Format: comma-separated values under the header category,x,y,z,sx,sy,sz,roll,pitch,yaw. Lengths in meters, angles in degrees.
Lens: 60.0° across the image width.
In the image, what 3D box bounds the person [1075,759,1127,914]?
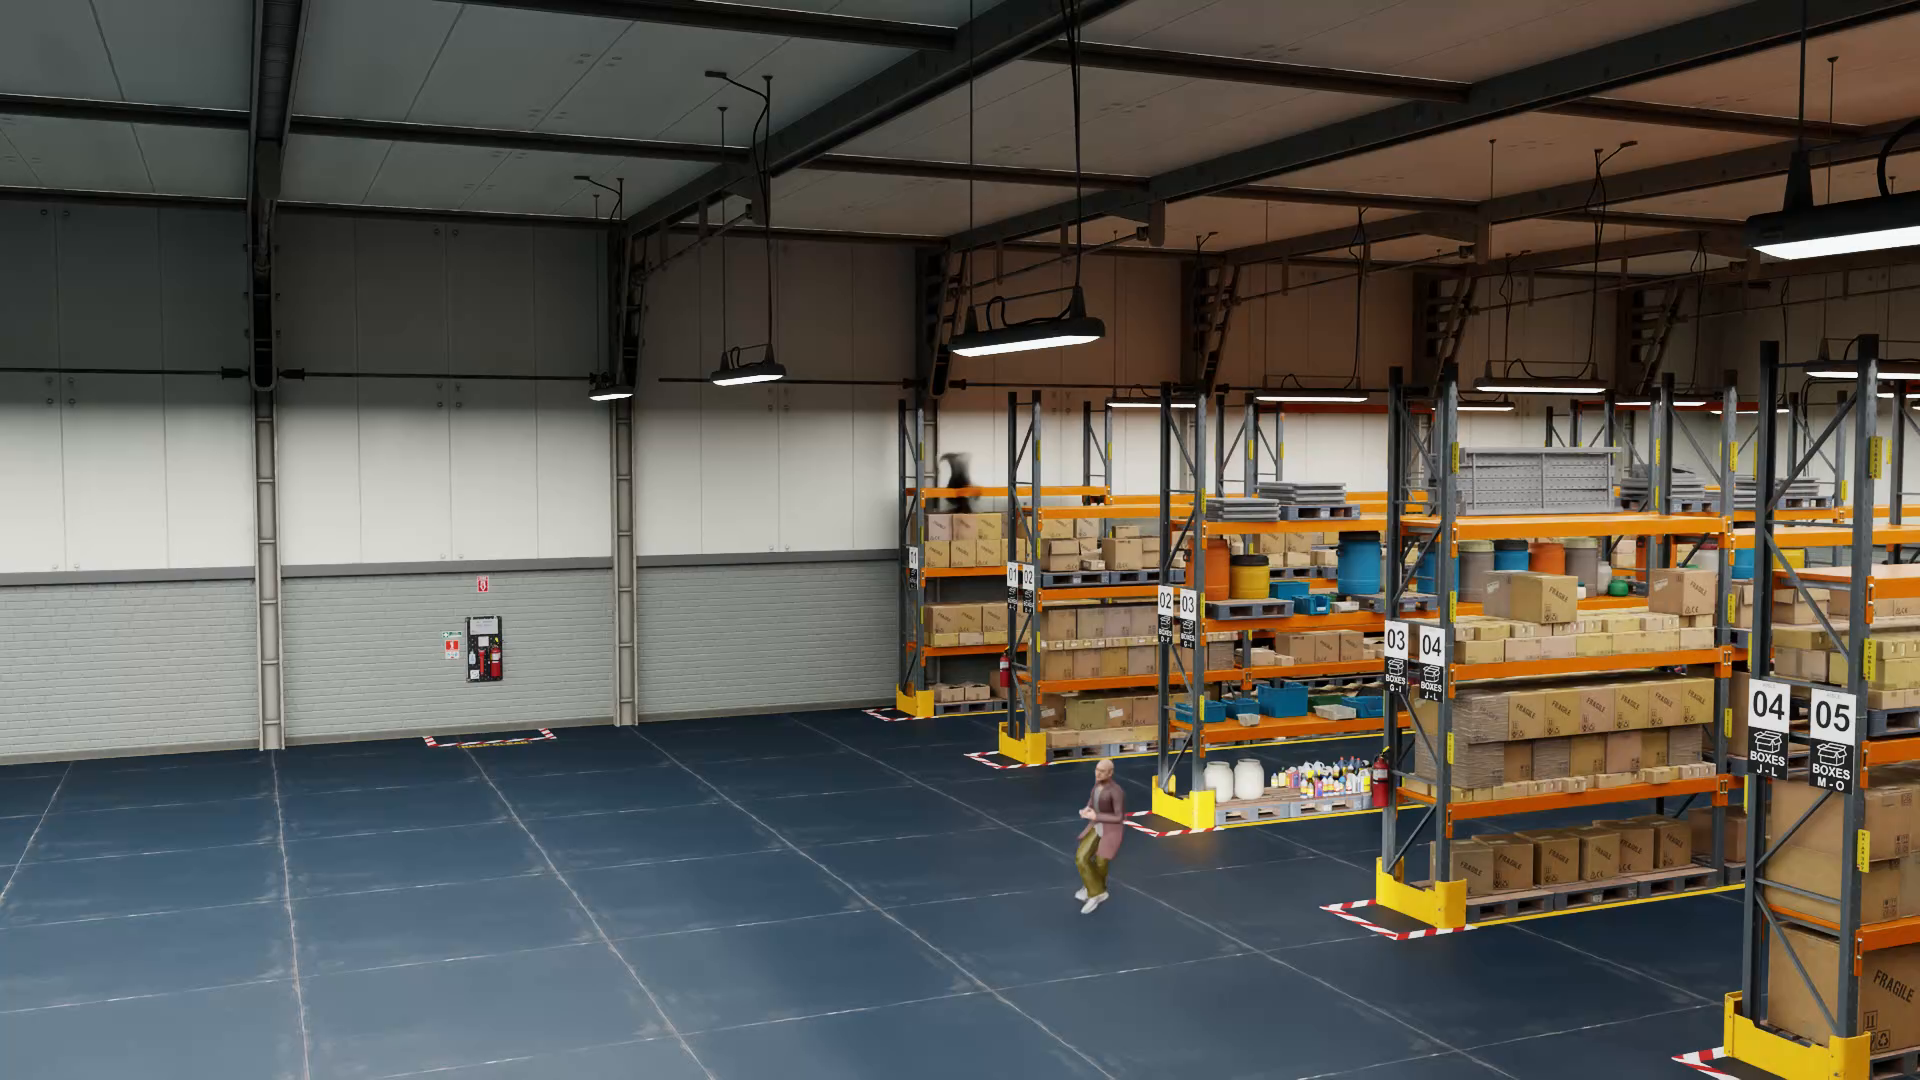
category,x,y,z,sx,sy,sz,roll,pitch,yaw
person,1.562,3.235,18.340,0.835,1.714,0.762,3,4,42
